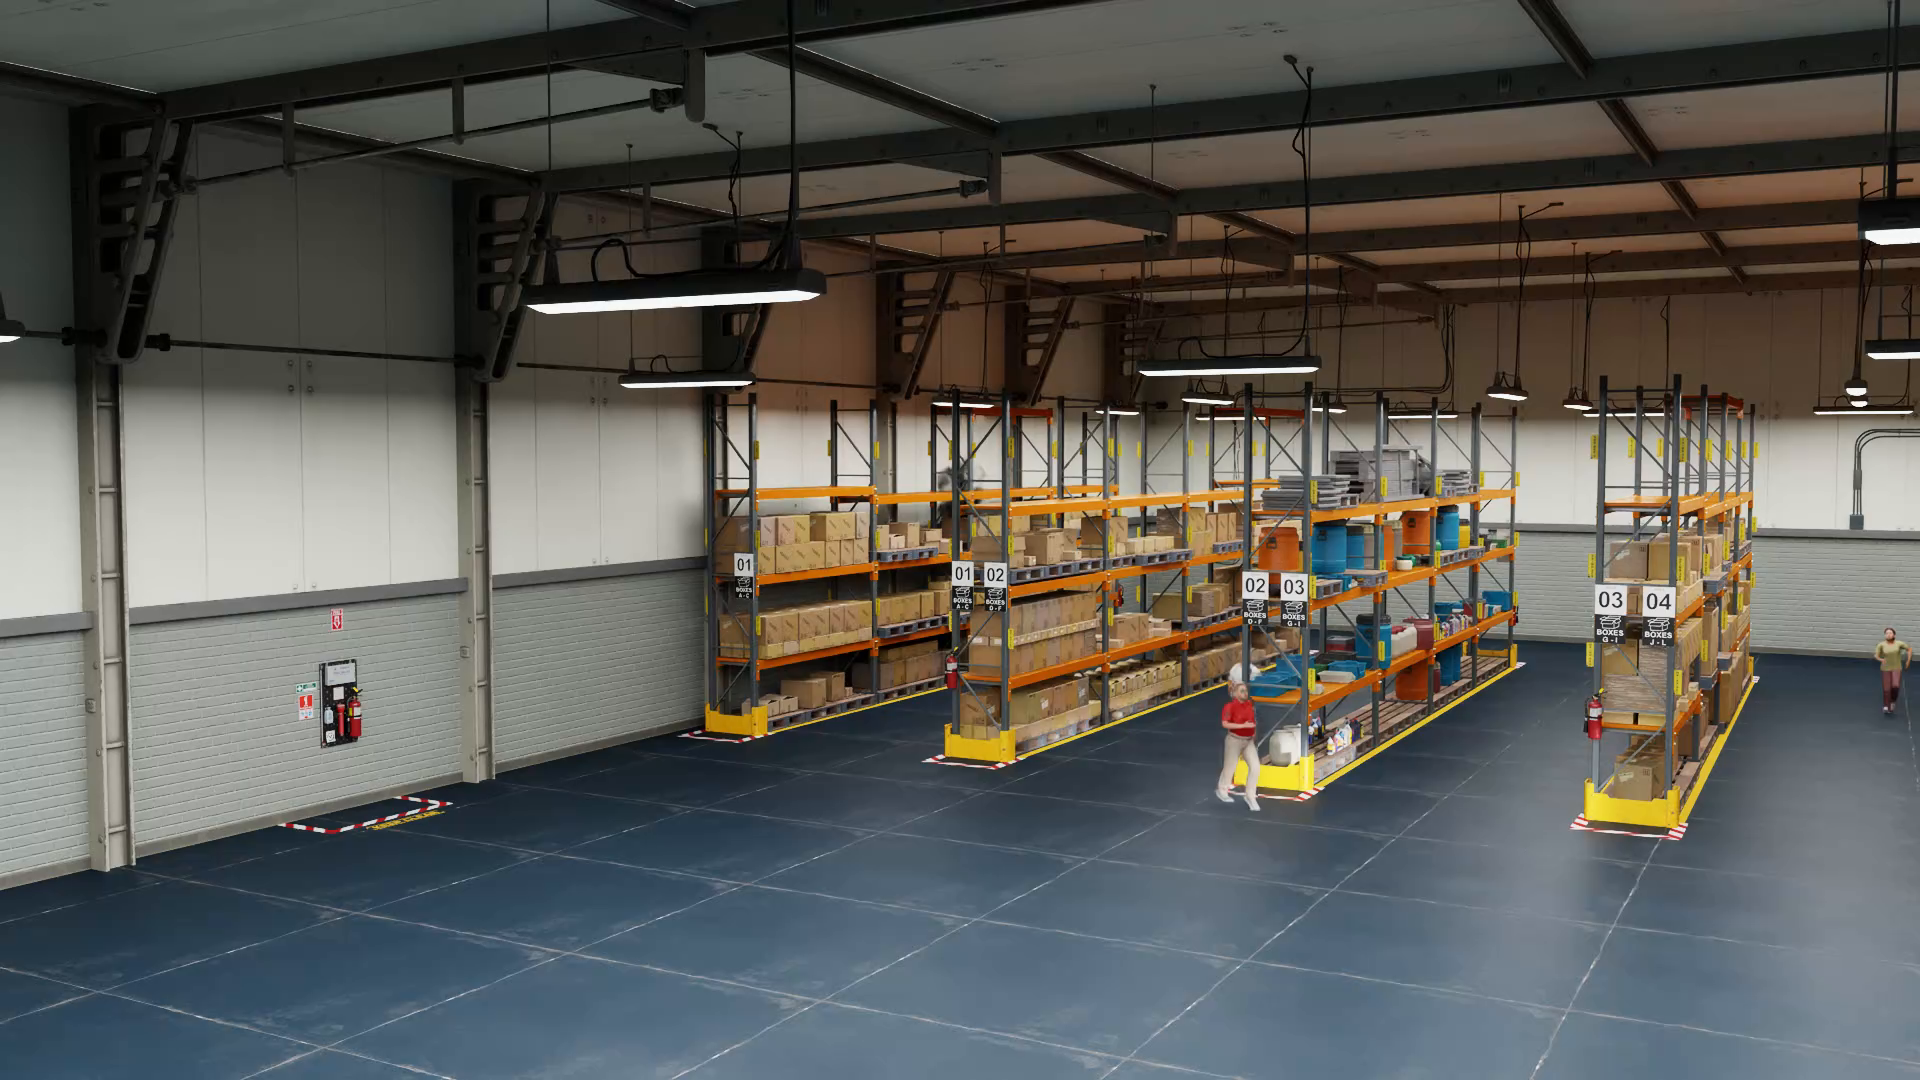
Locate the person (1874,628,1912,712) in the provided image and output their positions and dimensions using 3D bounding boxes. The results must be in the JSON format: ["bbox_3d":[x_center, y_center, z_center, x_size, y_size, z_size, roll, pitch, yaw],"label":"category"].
[{"bbox_3d":[17.636,2.469,31.471,0.600,1.615,0.743,2,4,35],"label":"person"}]

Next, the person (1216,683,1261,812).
[{"bbox_3d":[3.912,2.889,23.251,0.656,1.790,0.781,-1,3,-25],"label":"person"}]

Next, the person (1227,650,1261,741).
[{"bbox_3d":[4.784,2.670,28.144,0.601,1.619,0.565,2,4,28],"label":"person"}]
